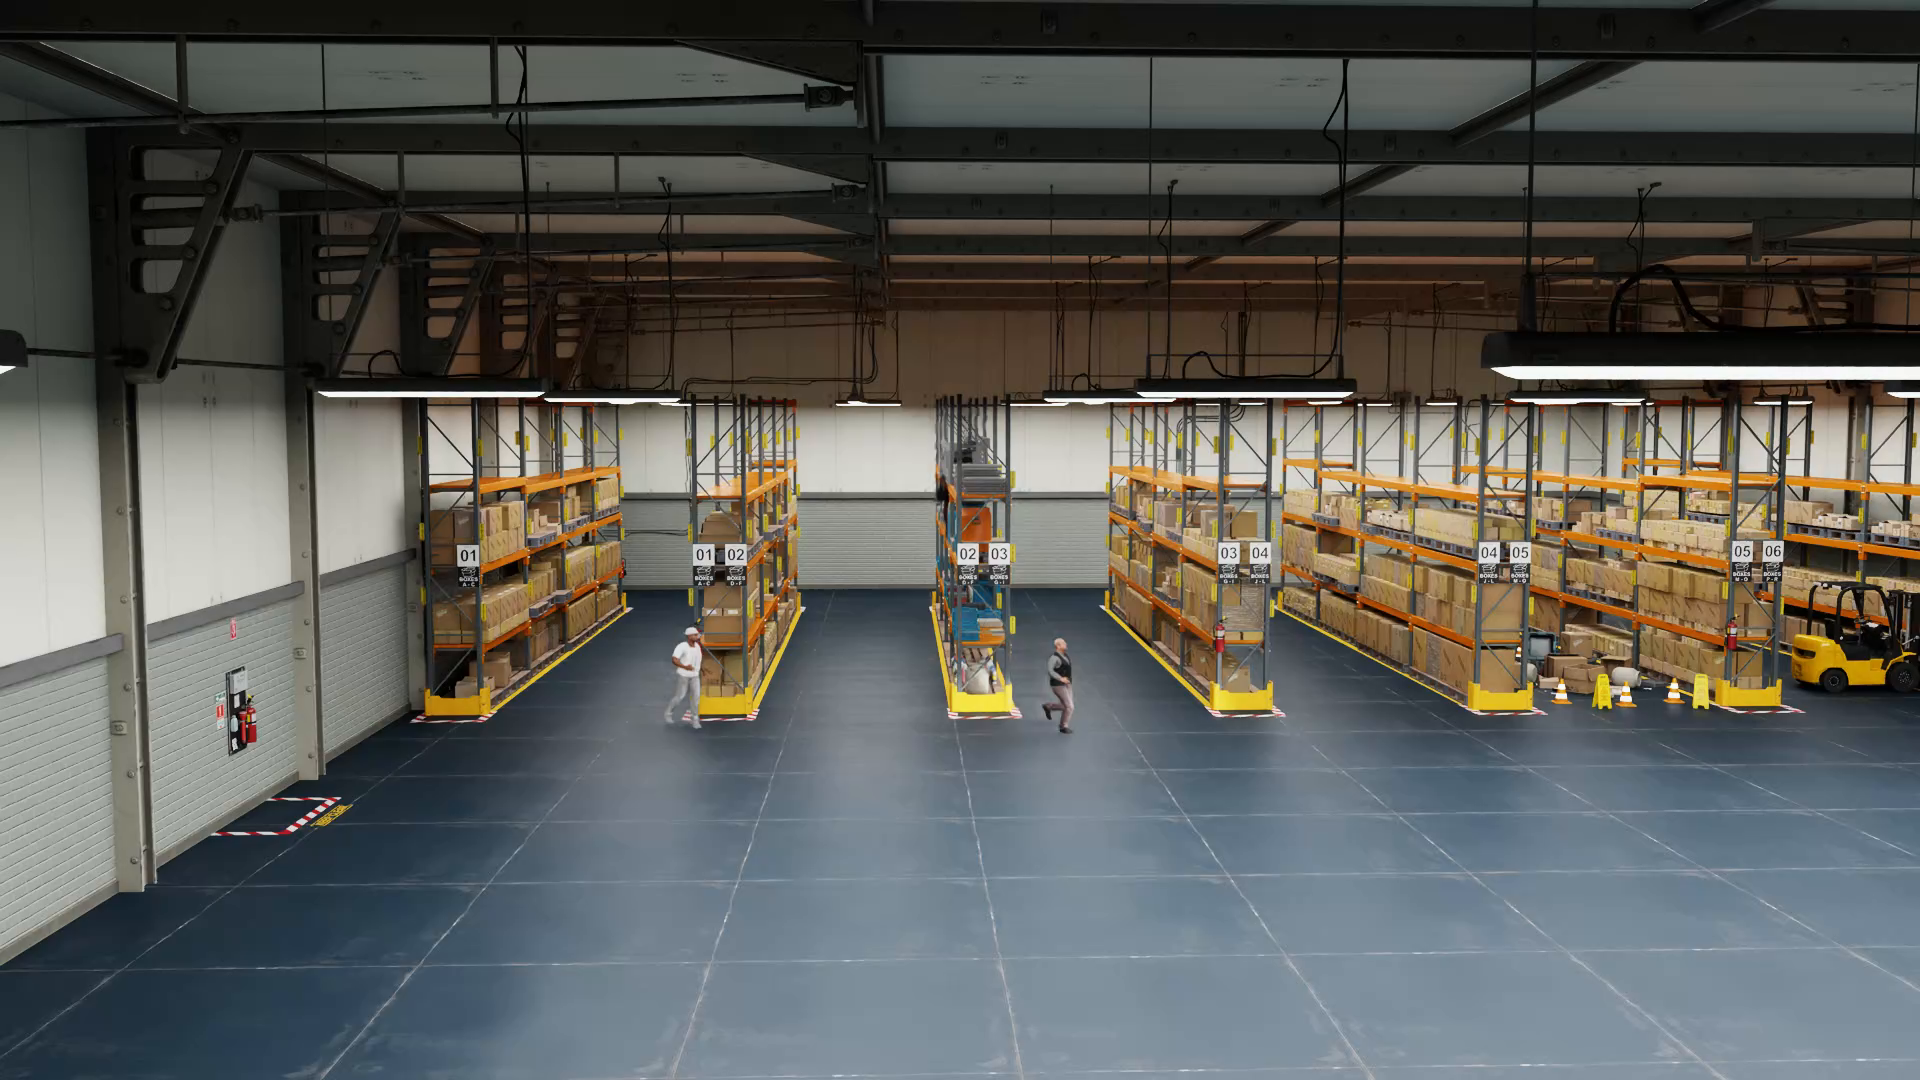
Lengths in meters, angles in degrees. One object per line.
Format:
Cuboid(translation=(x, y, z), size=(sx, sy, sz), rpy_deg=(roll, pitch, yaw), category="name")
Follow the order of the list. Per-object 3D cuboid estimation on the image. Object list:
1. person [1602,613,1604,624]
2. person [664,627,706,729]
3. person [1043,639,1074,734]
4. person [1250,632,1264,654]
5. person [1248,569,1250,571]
Cuboid(translation=(16.867, 1.486, 43.891), size=(0.510, 1.556, 0.519), rpy_deg=(-1, 5, -12), category="person")
Cuboid(translation=(-4.879, 2.469, 30.078), size=(0.856, 1.774, 0.766), rpy_deg=(4, 6, 40), category="person")
Cuboid(translation=(1.739, 2.579, 29.481), size=(0.639, 1.682, 0.687), rpy_deg=(2, 5, 23), category="person")
Cuboid(translation=(6.999, 1.742, 39.212), size=(0.686, 1.819, 0.924), rpy_deg=(0, 5, -5), category="person")
Cuboid(translation=(8.653, 1.085, 48.603), size=(0.746, 1.641, 0.647), rpy_deg=(-3, 6, -38), category="person")
